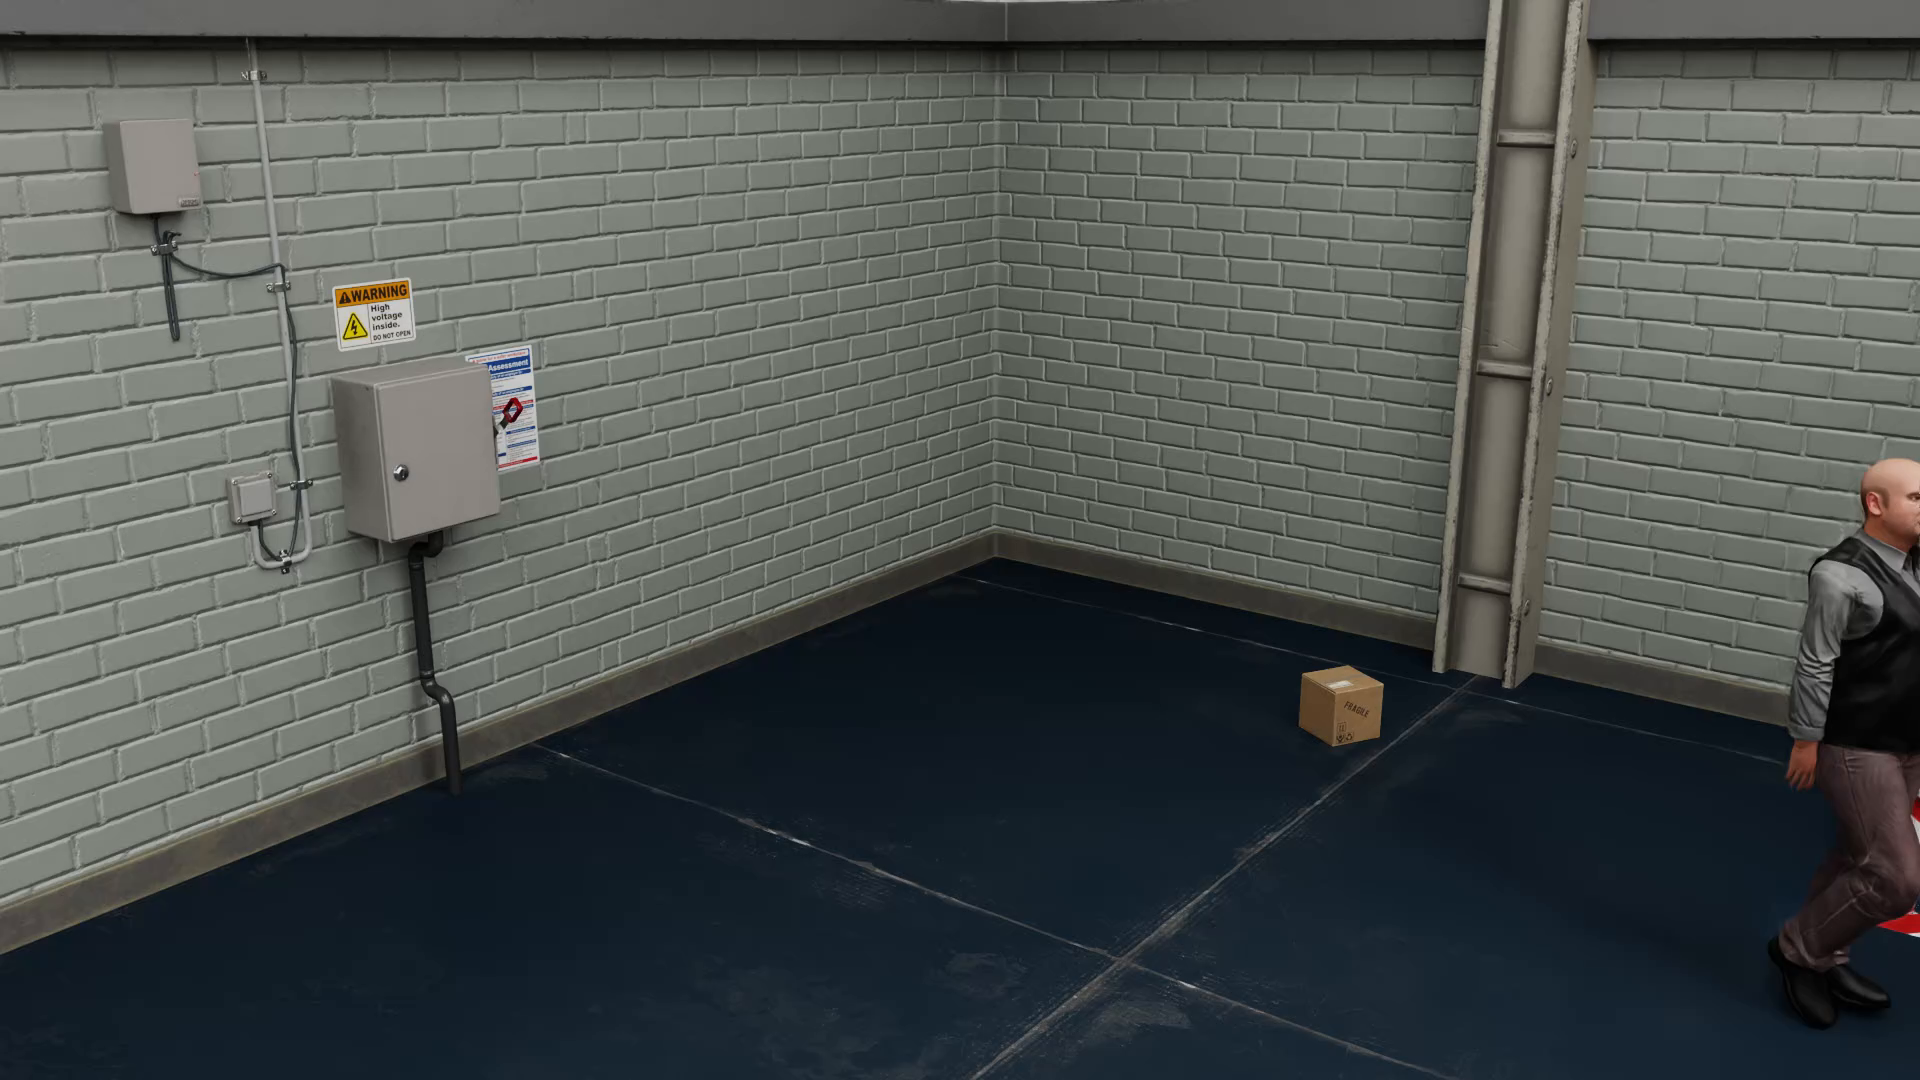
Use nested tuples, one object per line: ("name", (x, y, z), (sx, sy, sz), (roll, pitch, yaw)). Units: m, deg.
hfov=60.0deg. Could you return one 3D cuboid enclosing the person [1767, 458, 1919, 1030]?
("person", (2.731, 0.629, 4.916), (0.536, 1.746, 0.453), (-11, 20, -32))
